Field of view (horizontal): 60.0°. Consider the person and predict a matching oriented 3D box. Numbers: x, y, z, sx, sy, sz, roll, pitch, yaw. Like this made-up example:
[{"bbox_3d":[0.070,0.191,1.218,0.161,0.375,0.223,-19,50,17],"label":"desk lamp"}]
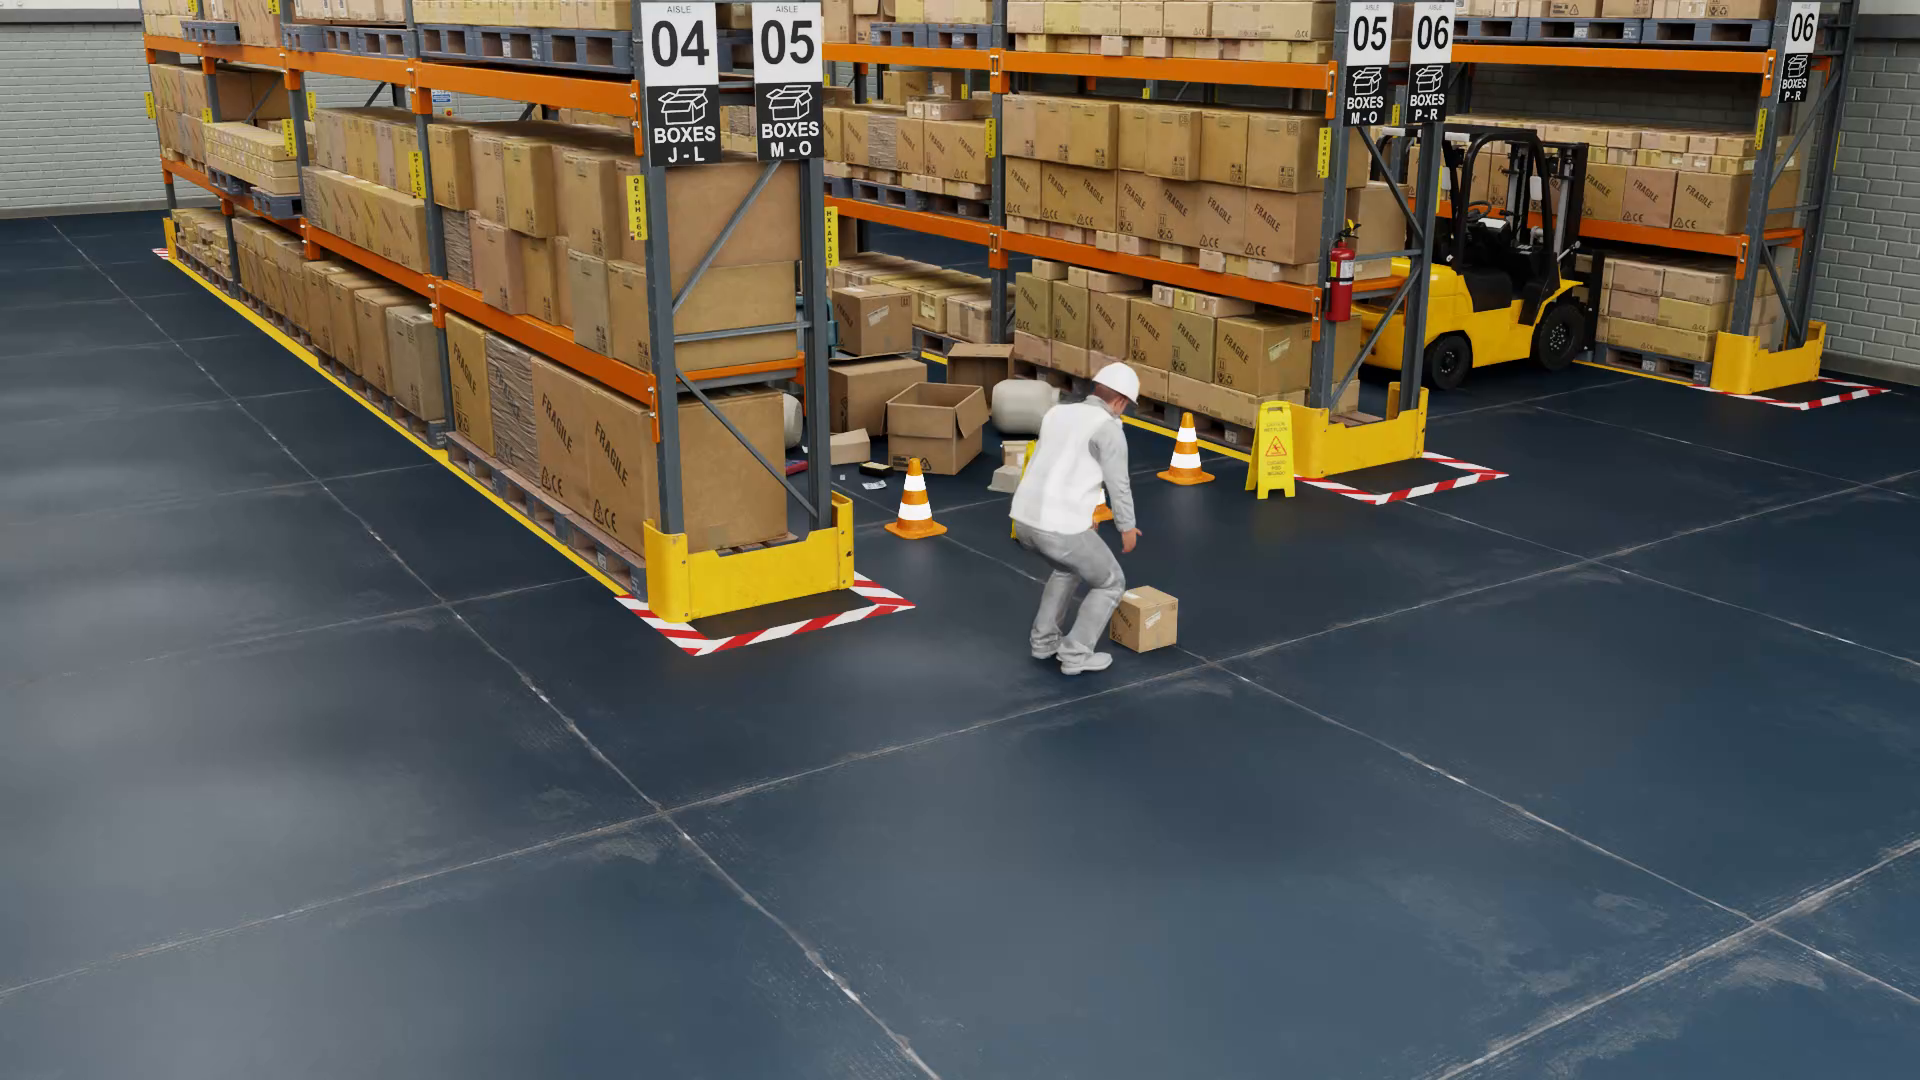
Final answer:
[{"bbox_3d":[0.587,-0.117,8.319,0.714,1.506,0.590,-11,21,-31],"label":"person"}]
